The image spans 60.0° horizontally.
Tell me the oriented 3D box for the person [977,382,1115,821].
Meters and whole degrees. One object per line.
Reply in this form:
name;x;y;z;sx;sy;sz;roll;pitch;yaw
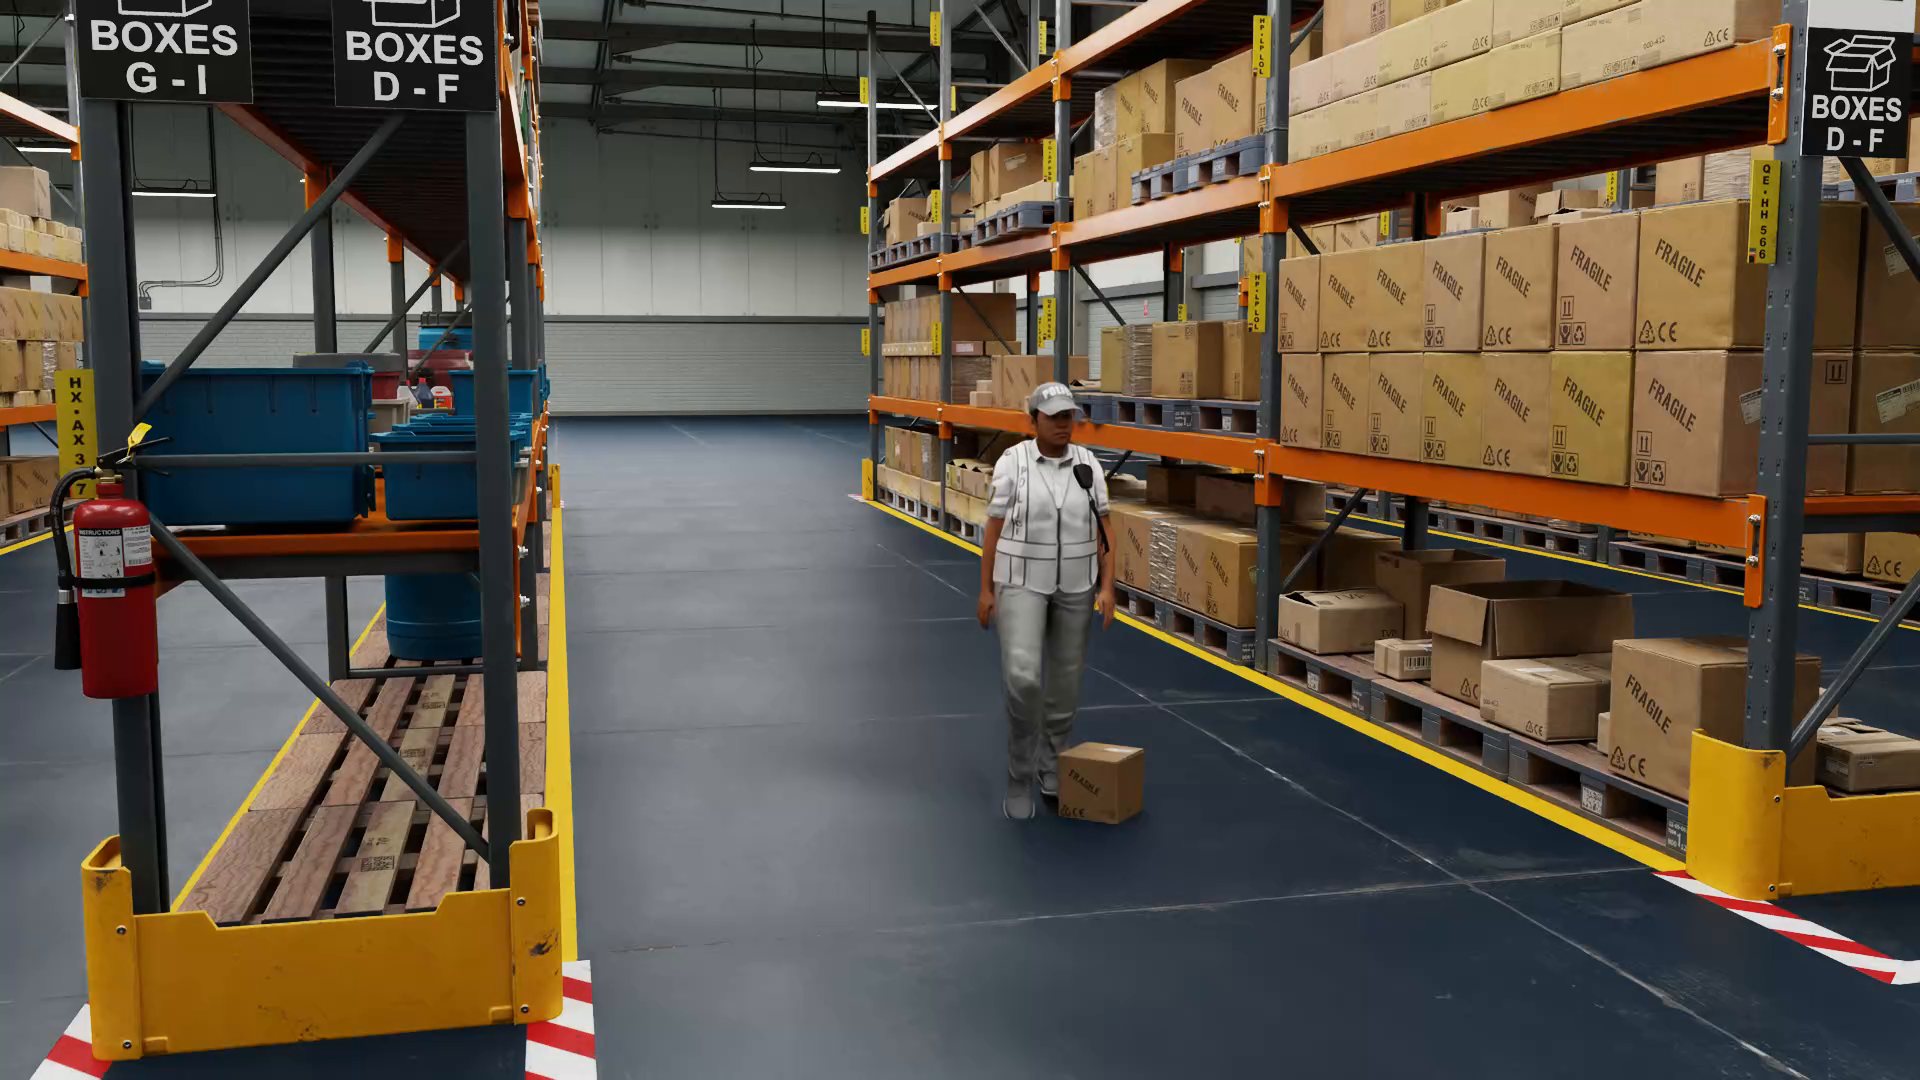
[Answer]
person;0.351;0.239;6.542;0.525;1.712;0.527;-2;6;-14
